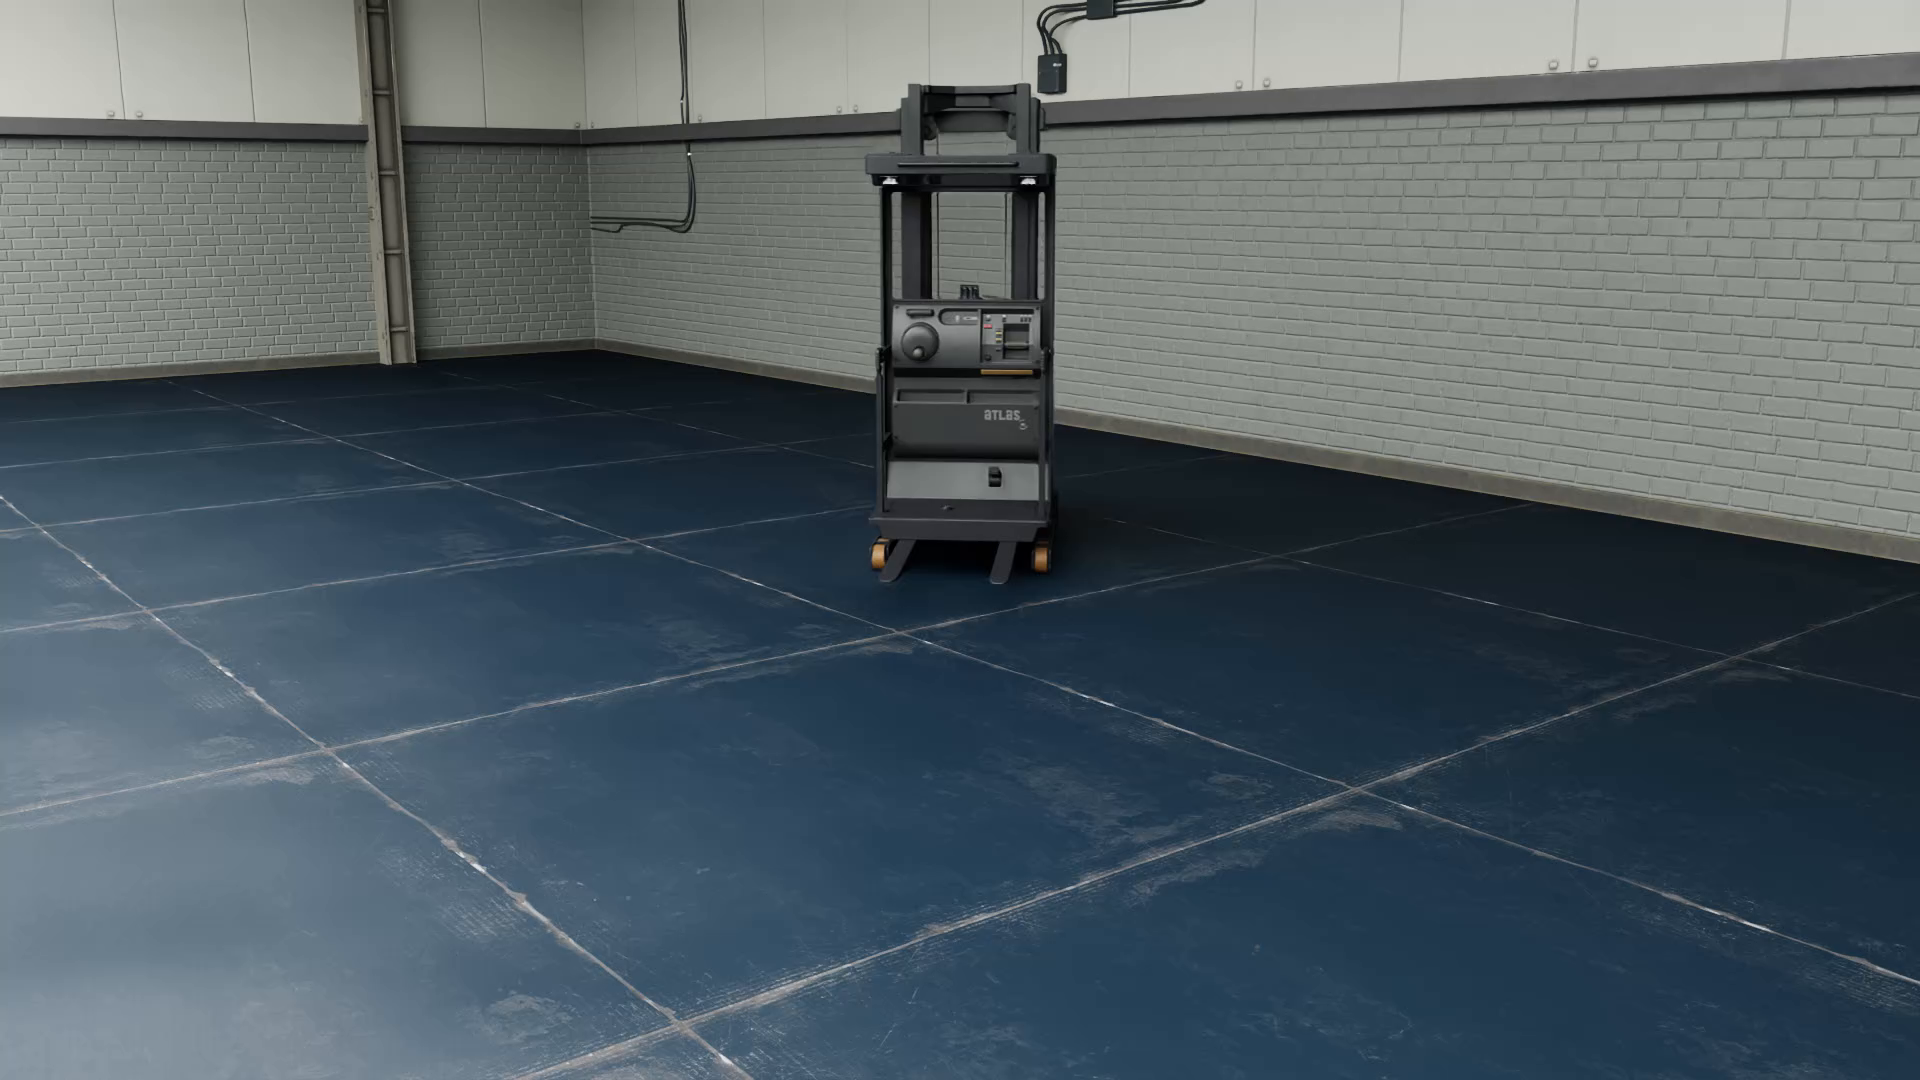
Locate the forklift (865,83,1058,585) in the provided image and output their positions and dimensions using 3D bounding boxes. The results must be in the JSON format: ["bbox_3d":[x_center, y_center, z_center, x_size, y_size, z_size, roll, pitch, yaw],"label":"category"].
[{"bbox_3d":[0.026,-1.300,10.193,1.130,2.935,3.031,1,12,5],"label":"forklift"}]

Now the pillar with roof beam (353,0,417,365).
[{"bbox_3d":[-4.860,-6.086,18.127,0.400,9.000,9.100,-9,15,-38],"label":"pillar with roof beam"}]

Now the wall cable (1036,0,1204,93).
[{"bbox_3d":[1.495,-7.074,14.591,0.169,6.003,2.305,-9,15,-38],"label":"wall cable"}]

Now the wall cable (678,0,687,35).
[{"bbox_3d":[-2.733,-7.465,19.937,0.112,2.526,3.097,-9,15,-38],"label":"wall cable"}]

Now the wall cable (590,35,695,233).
[{"bbox_3d":[-4.423,-5.434,22.528,0.112,2.526,3.097,-9,15,-38],"label":"wall cable"}]
